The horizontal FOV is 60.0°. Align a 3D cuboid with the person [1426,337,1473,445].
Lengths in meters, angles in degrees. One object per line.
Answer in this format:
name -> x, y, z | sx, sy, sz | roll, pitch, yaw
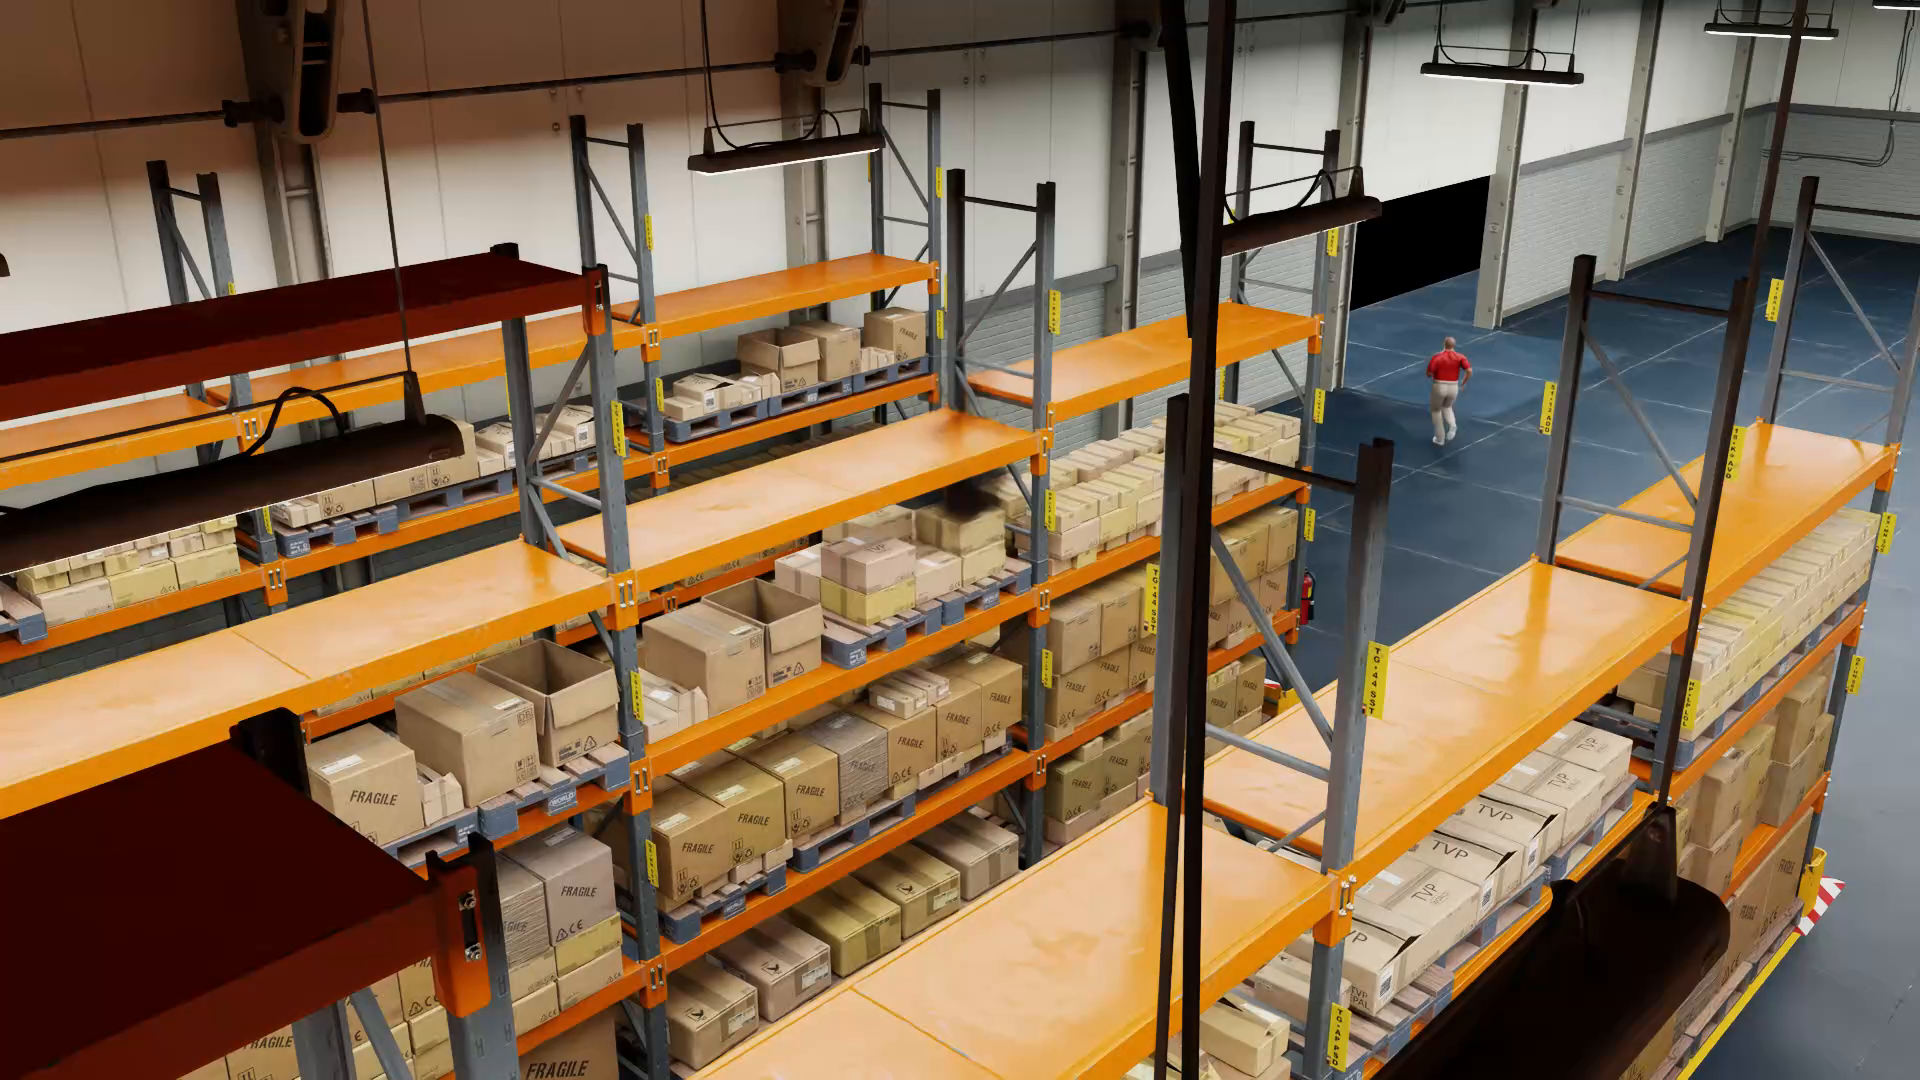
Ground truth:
person -> 7.492, -2.342, 25.725 | 0.656, 1.682, 0.590 | -1, 21, -2
